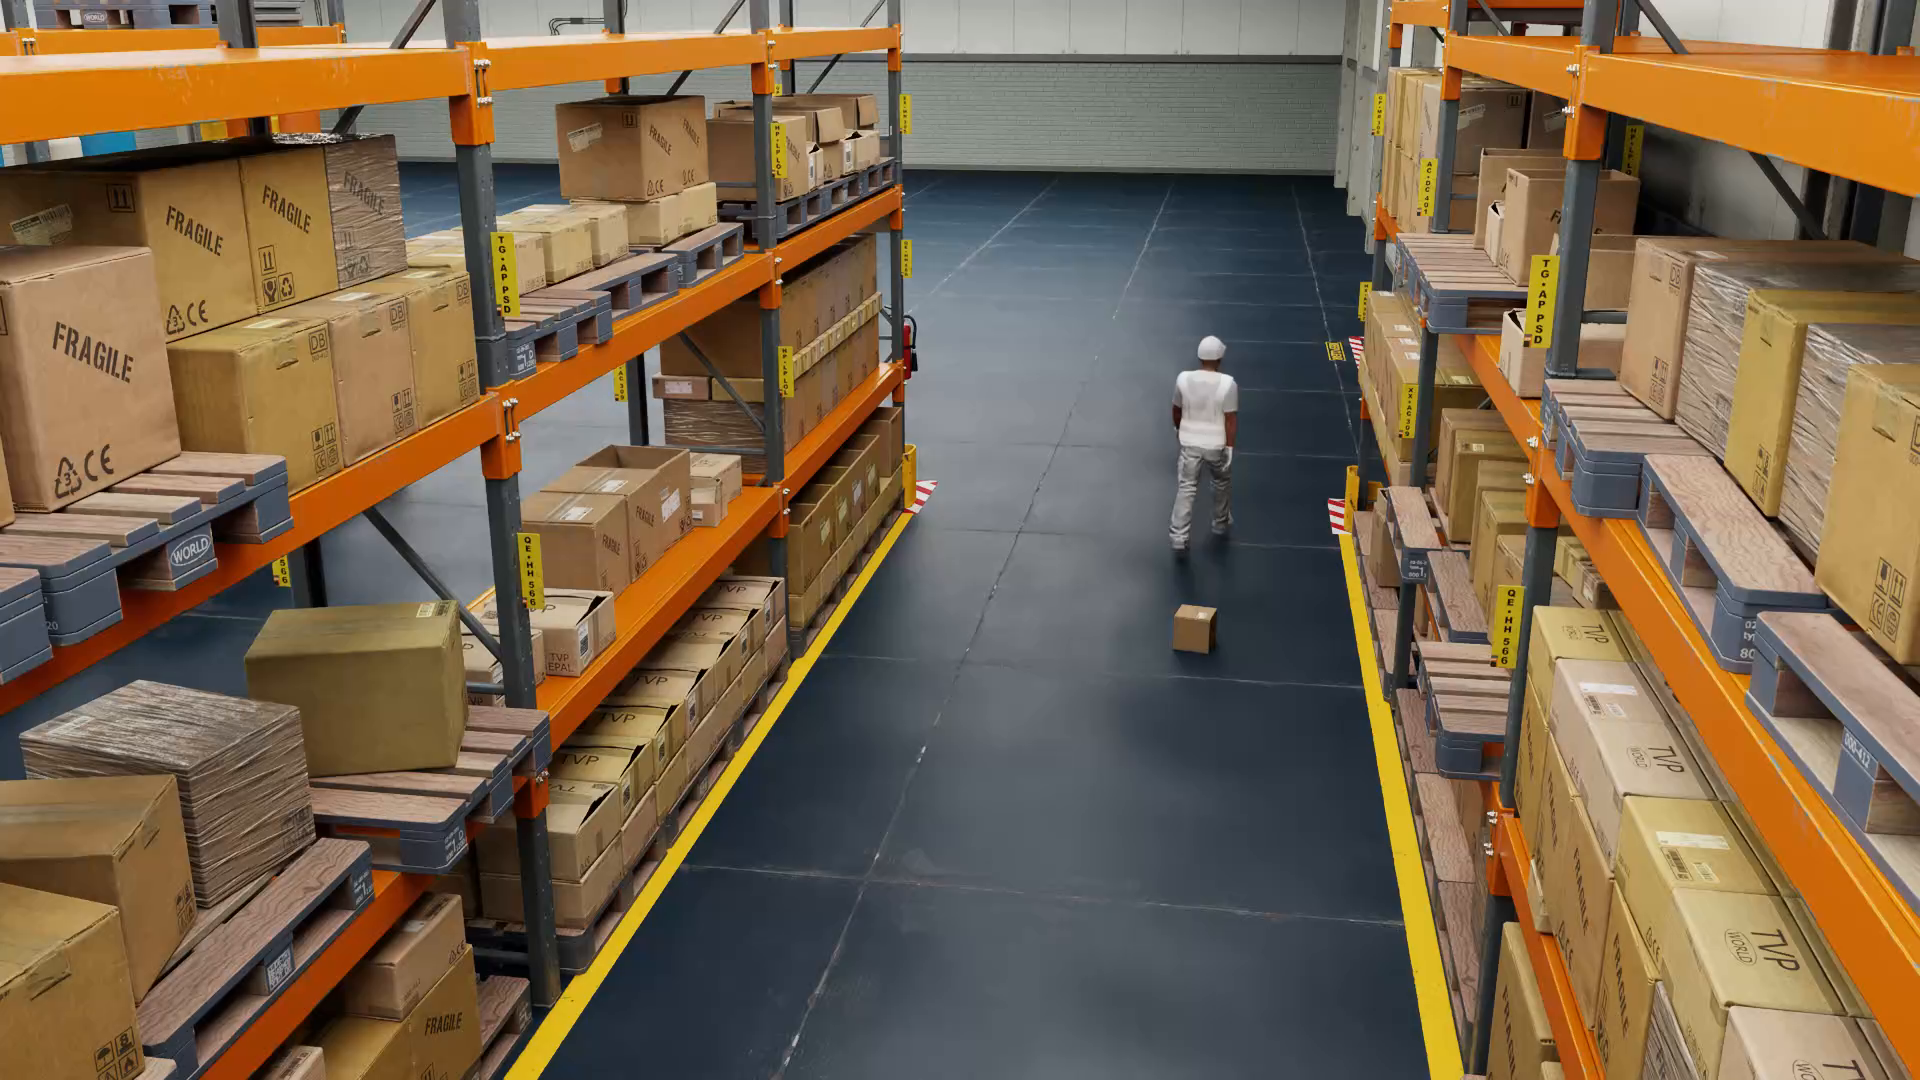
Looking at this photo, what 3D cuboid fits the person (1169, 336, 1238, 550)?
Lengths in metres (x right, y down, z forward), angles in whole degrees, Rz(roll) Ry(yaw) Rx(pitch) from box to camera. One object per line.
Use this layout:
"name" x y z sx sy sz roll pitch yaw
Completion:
"person" 1.993 -0.812 13.562 0.566 1.738 1.077 6 19 18
